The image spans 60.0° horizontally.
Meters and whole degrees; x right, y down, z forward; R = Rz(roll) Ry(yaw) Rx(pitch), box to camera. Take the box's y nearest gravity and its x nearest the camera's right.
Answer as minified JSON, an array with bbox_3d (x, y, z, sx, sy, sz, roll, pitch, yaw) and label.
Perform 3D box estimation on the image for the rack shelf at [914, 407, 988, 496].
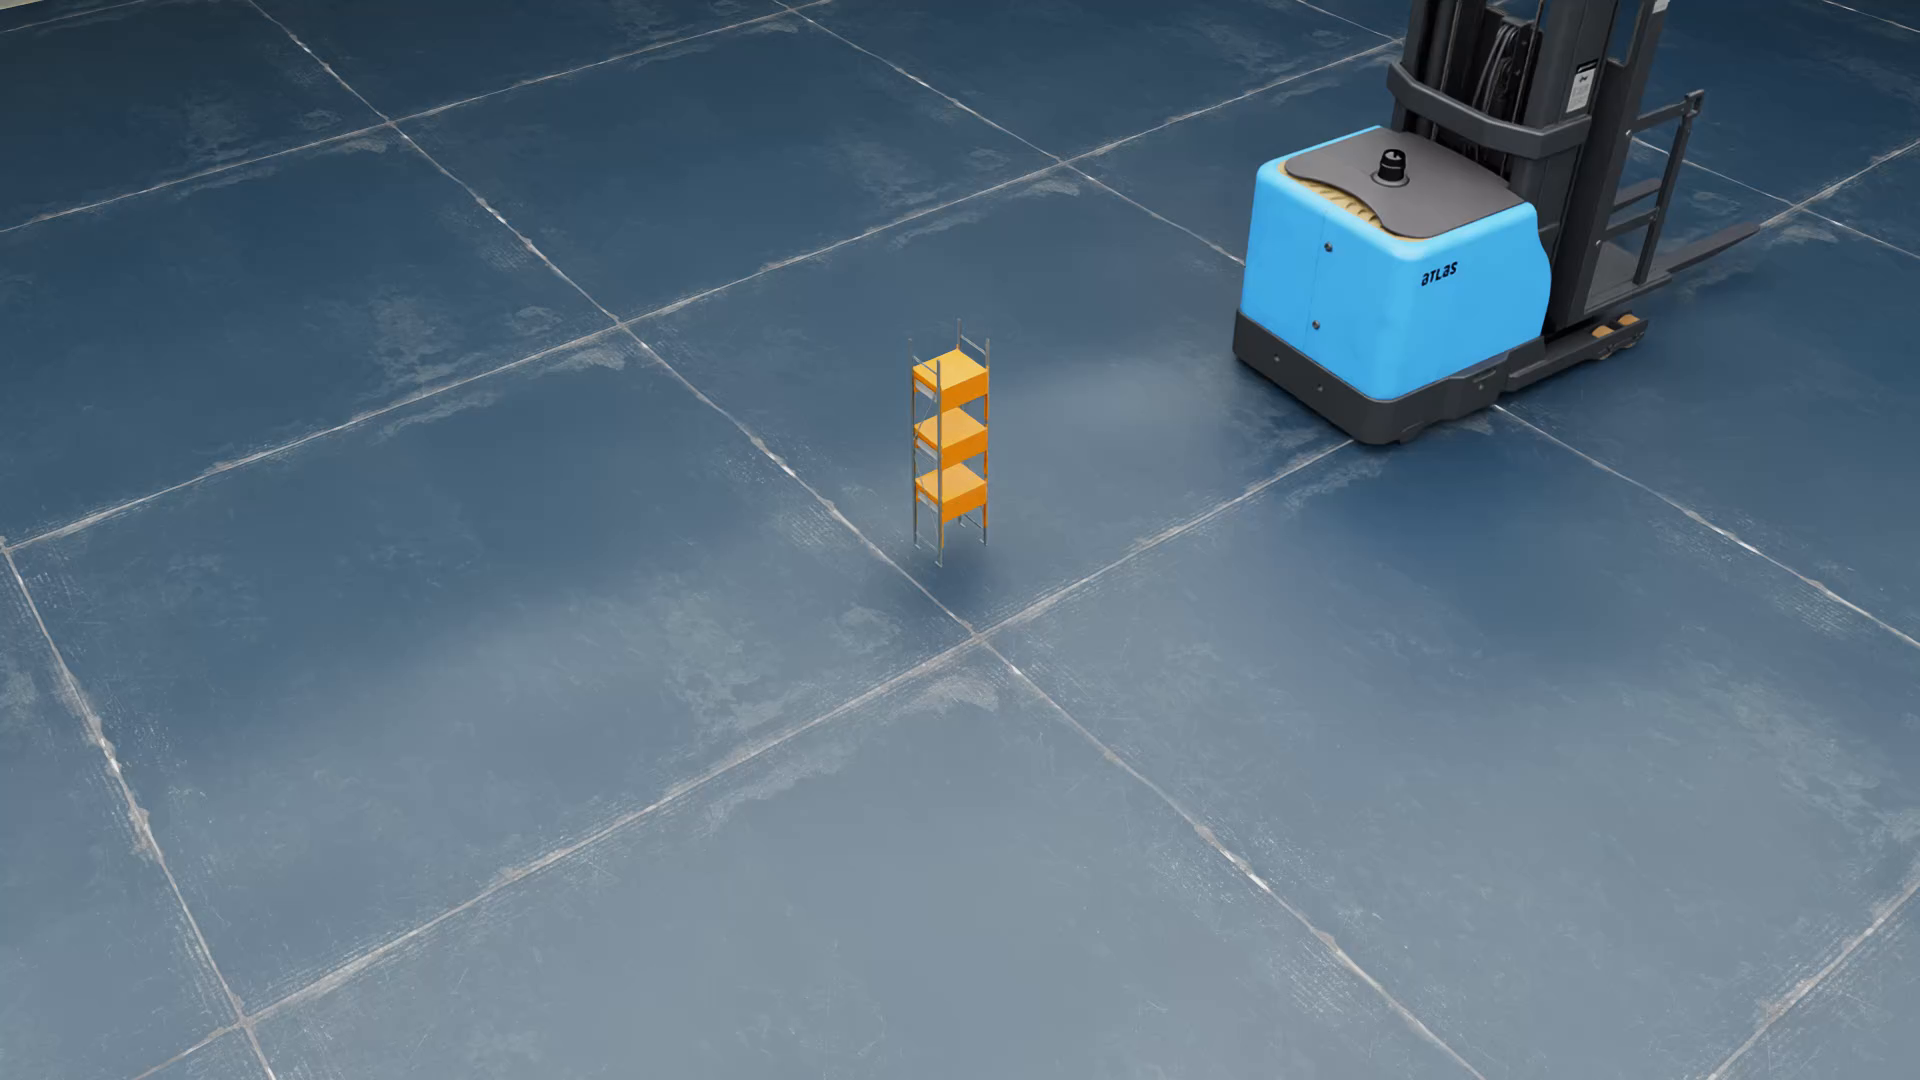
[{"bbox_3d":[-0.042,-0.377,6.899,0.240,0.259,0.215,-26,46,-28],"label":"rack shelf"}]

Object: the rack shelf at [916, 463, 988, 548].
[{"bbox_3d":[-0.042,-0.162,7.075,0.240,0.259,0.215,-26,46,-28],"label":"rack shelf"}]

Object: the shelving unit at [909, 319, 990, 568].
[{"bbox_3d":[-0.042,-0.385,6.892,0.252,1.050,0.215,-26,46,-28],"label":"shelving unit"}]

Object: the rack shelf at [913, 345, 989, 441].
[{"bbox_3d":[-0.042,-0.596,6.719,0.240,0.259,0.215,-26,46,-28],"label":"rack shelf"}]

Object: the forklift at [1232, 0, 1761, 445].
[{"bbox_3d":[2.869,-2.297,7.739,3.031,2.935,1.130,-23,45,-25],"label":"forklift"}]

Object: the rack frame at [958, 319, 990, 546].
[{"bbox_3d":[0.054,-0.432,6.949,0.008,1.050,0.200,-26,46,-28],"label":"rack frame"}]

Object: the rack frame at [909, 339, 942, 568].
[{"bbox_3d":[-0.139,-0.338,6.834,0.008,1.050,0.200,-26,46,-28],"label":"rack frame"}]
